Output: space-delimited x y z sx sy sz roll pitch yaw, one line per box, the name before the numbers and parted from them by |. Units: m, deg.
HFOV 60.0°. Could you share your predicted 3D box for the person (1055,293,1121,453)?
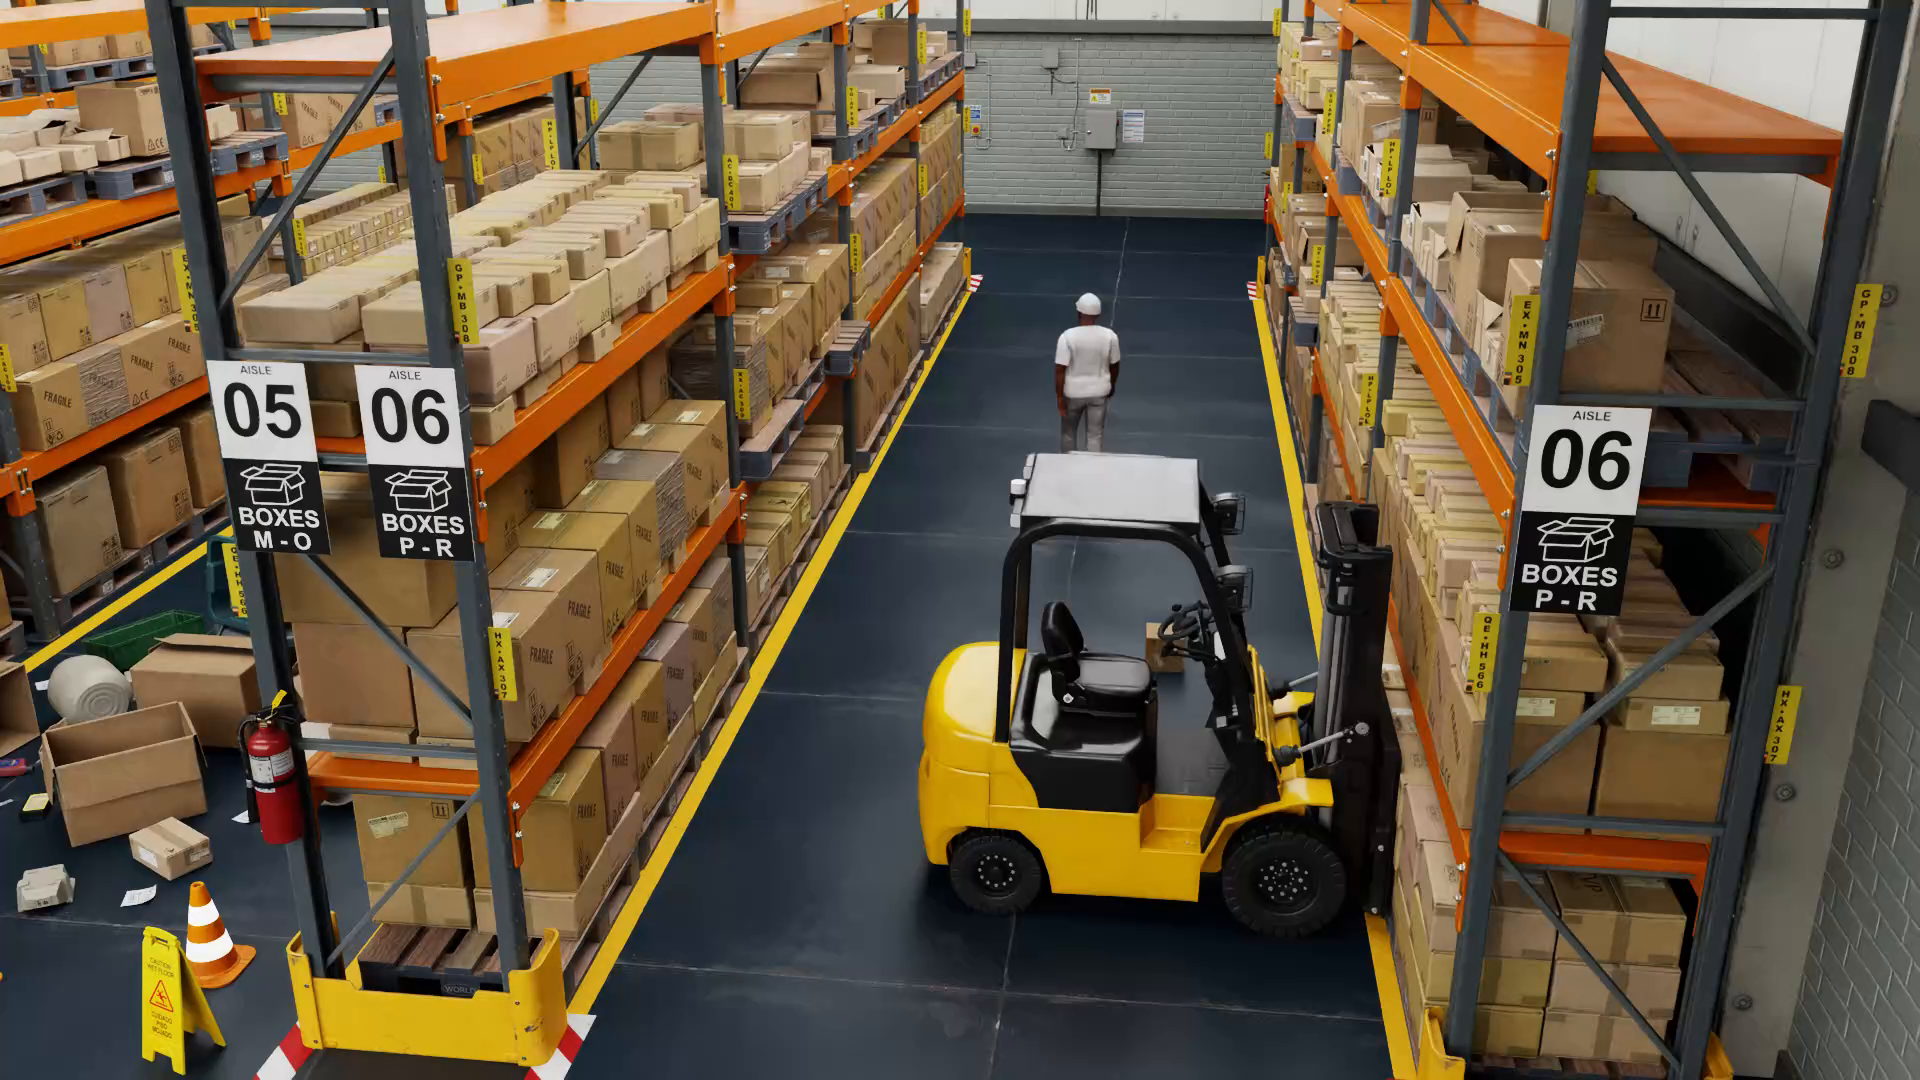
person | 1.094 -1.316 14.424 0.567 1.726 0.920 0 21 1
